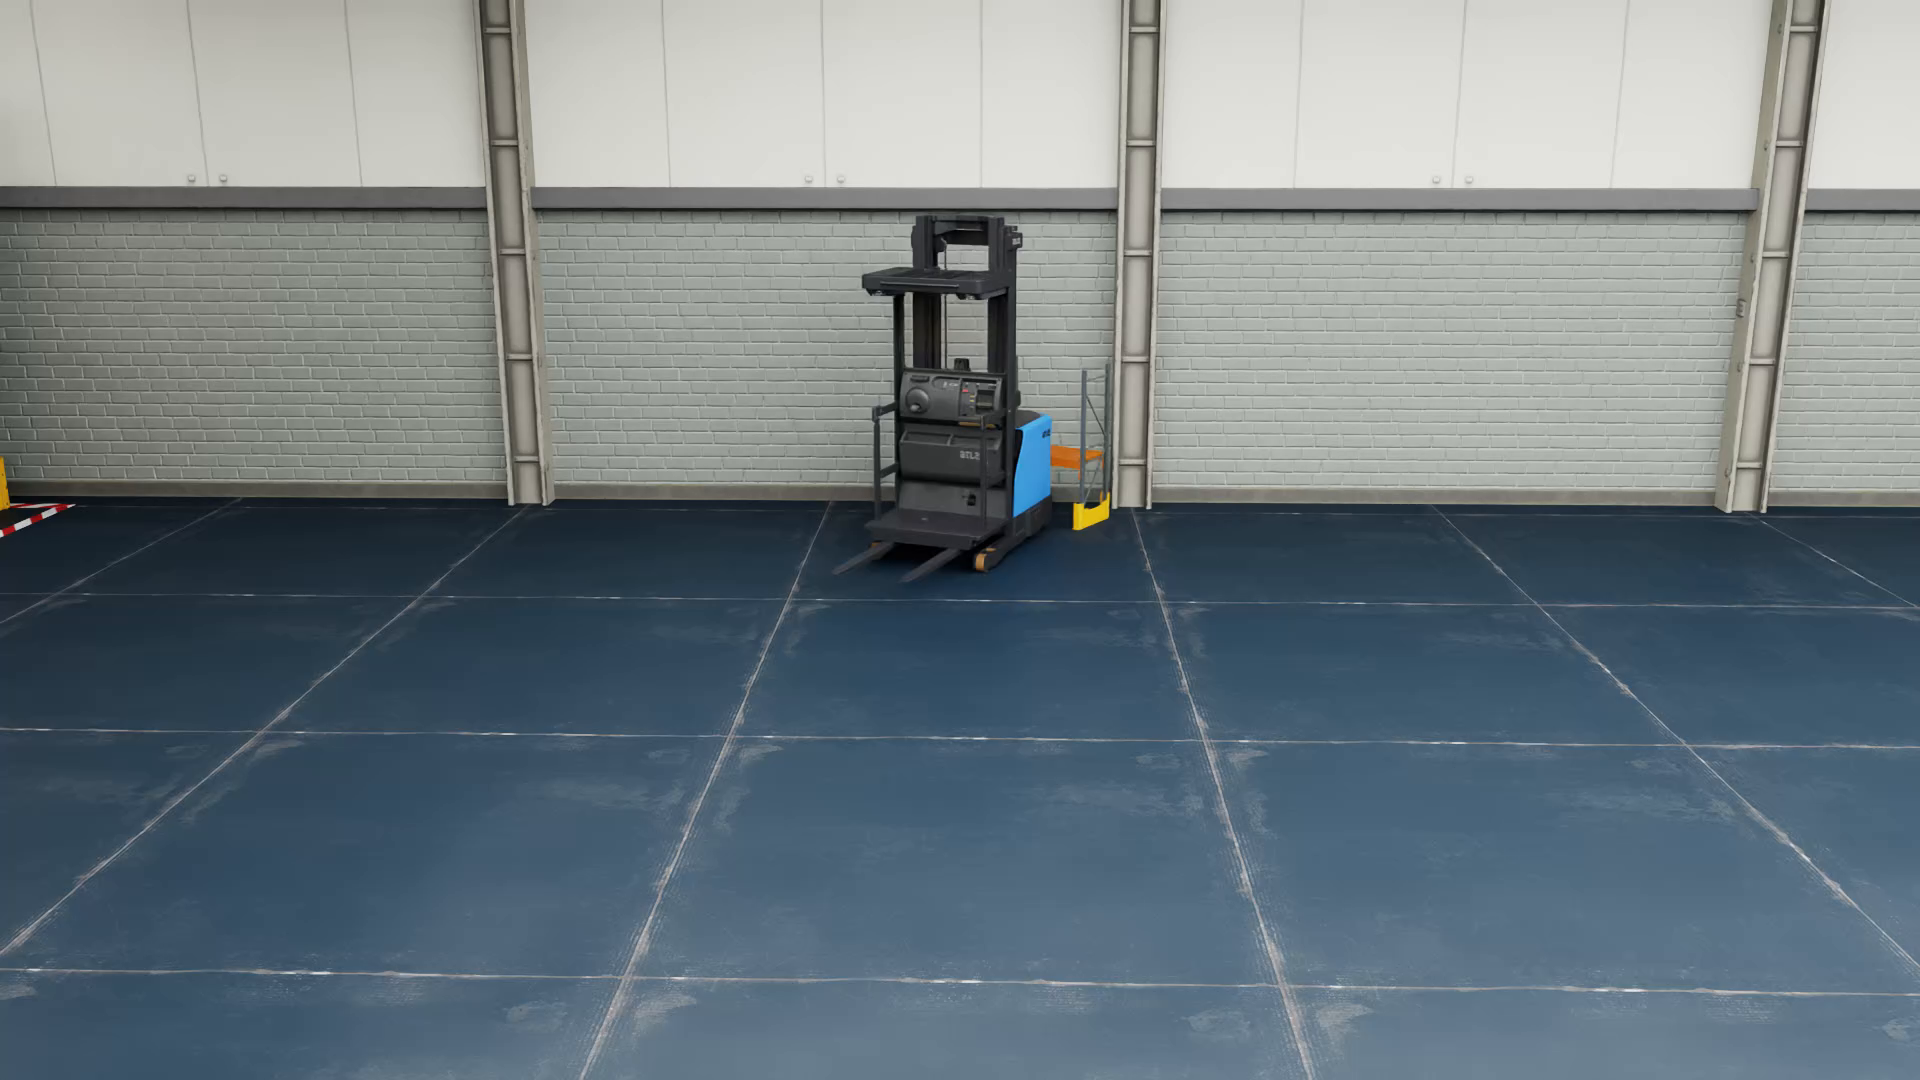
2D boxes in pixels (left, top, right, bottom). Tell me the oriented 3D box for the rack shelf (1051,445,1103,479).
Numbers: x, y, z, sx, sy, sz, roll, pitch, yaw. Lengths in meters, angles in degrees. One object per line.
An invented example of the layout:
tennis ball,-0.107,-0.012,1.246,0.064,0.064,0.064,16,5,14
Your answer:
rack shelf,0.843,-0.780,15.972,1.000,0.185,0.538,9,18,32

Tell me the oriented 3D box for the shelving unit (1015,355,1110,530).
shelving unit,0.836,-0.955,15.931,1.083,1.500,0.587,9,18,32

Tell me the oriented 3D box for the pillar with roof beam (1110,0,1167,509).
pillar with roof beam,1.587,-3.600,11.256,0.400,9.000,9.100,0,15,1

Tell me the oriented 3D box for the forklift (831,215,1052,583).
forklift,-0.158,-1.260,14.280,1.130,2.935,3.031,6,16,21

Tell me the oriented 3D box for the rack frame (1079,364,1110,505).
rack frame,1.268,-0.883,15.657,0.032,1.500,0.500,9,18,32

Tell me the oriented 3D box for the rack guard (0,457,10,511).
rack guard,-9.602,-0.432,15.909,0.348,0.500,1.175,0,15,1

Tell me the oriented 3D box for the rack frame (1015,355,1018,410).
rack frame,0.418,-1.025,16.196,0.032,1.500,0.500,9,18,32

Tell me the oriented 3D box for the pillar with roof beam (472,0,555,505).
pillar with roof beam,-4.411,-3.639,11.405,0.400,9.000,9.100,0,15,1

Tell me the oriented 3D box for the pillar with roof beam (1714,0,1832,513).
pillar with roof beam,7.585,-3.561,11.108,0.400,9.000,9.100,0,15,1

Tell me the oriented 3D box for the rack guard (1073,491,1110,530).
rack guard,1.252,-0.281,15.827,0.087,0.250,0.587,9,18,32
